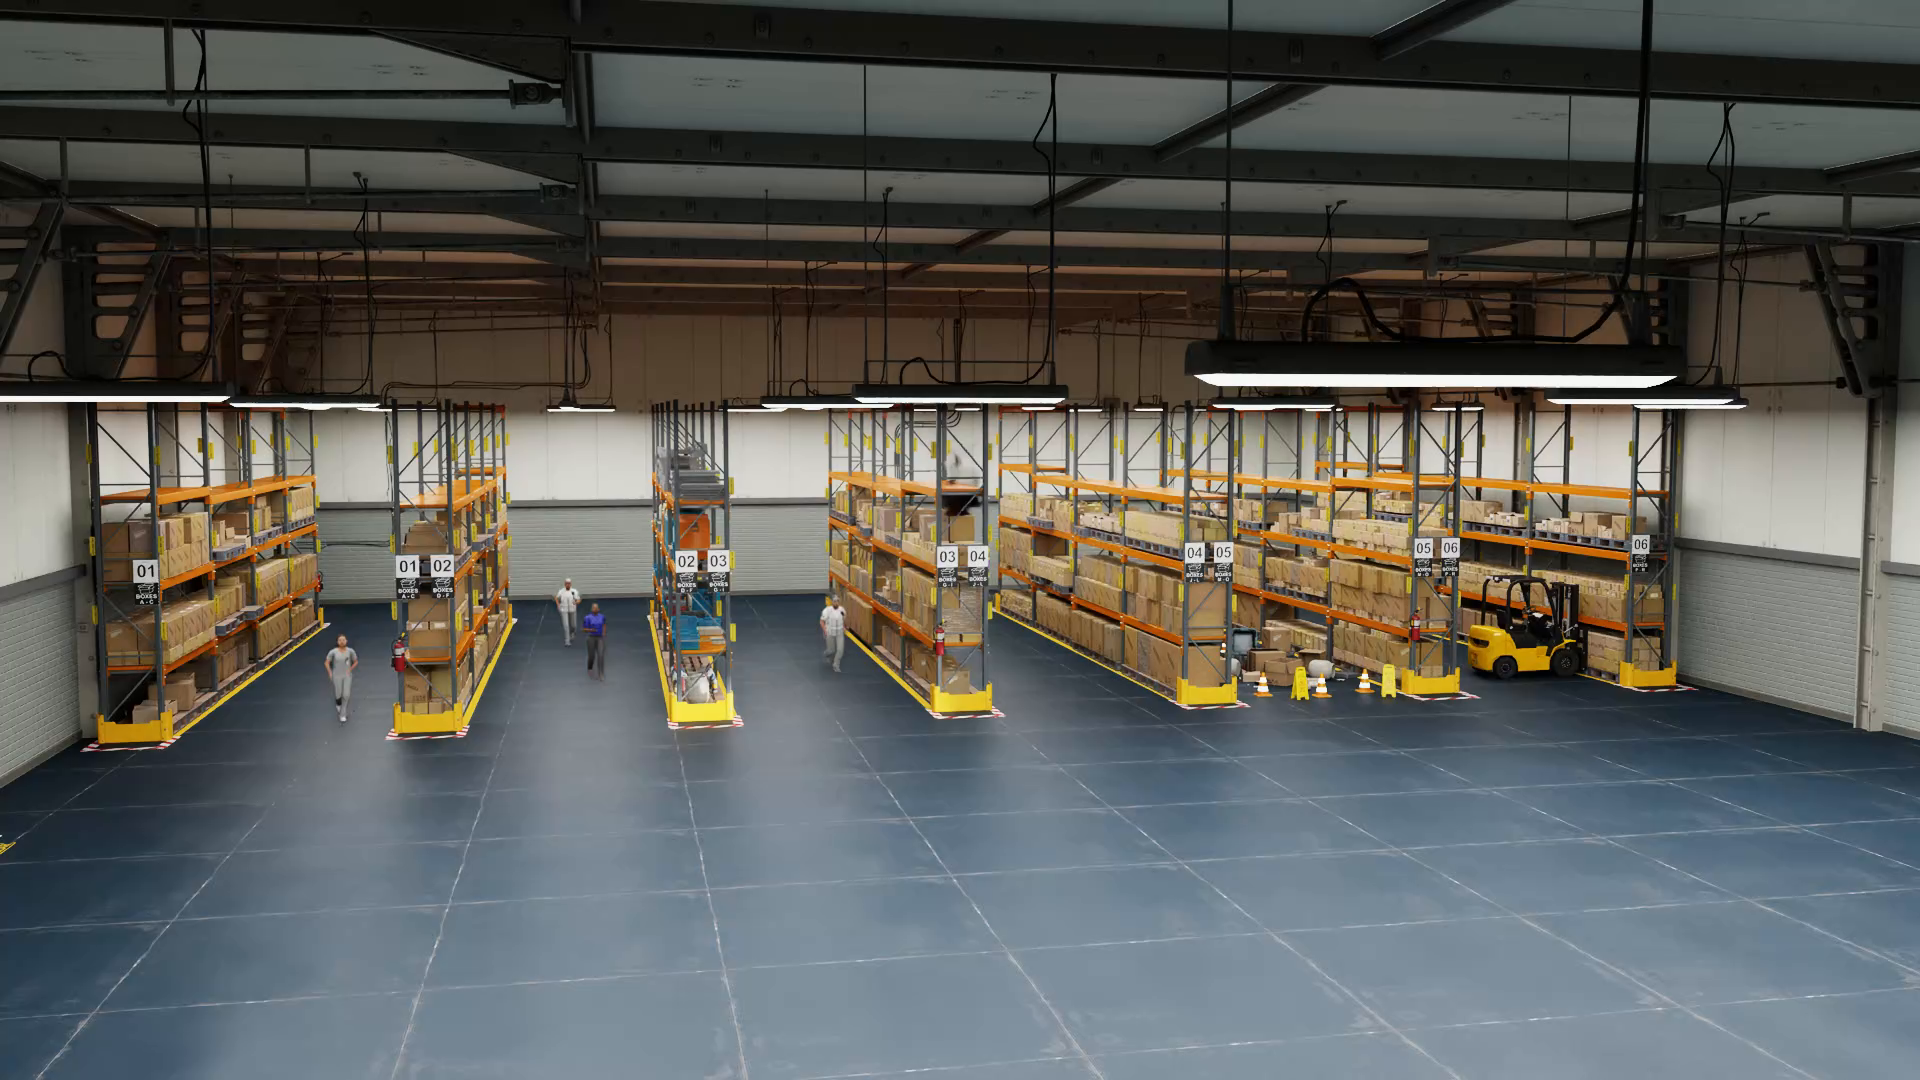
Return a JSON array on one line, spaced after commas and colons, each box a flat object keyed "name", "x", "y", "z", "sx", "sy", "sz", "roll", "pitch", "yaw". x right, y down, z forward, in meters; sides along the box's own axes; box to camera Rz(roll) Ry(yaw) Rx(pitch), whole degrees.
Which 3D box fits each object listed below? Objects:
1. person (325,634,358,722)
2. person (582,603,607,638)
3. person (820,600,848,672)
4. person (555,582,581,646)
[{"name": "person", "x": -11.562, "y": 2.579, "z": 31.126, "sx": 0.580, "sy": 1.596, "sz": 0.597, "roll": -2, "pitch": 5, "yaw": -25}, {"name": "person", "x": -7.790, "y": 1.750, "z": 35.623, "sx": 0.581, "sy": 0.790, "sz": 0.484, "roll": -2, "pitch": 5, "yaw": -25}, {"name": "person", "x": -2.817, "y": 2.093, "z": 37.185, "sx": 0.650, "sy": 1.678, "sz": 0.652, "roll": -2, "pitch": 5, "yaw": -22}, {"name": "person", "x": -9.750, "y": 1.792, "z": 41.383, "sx": 0.619, "sy": 1.618, "sz": 0.862, "roll": -1, "pitch": 5, "yaw": -18}]
